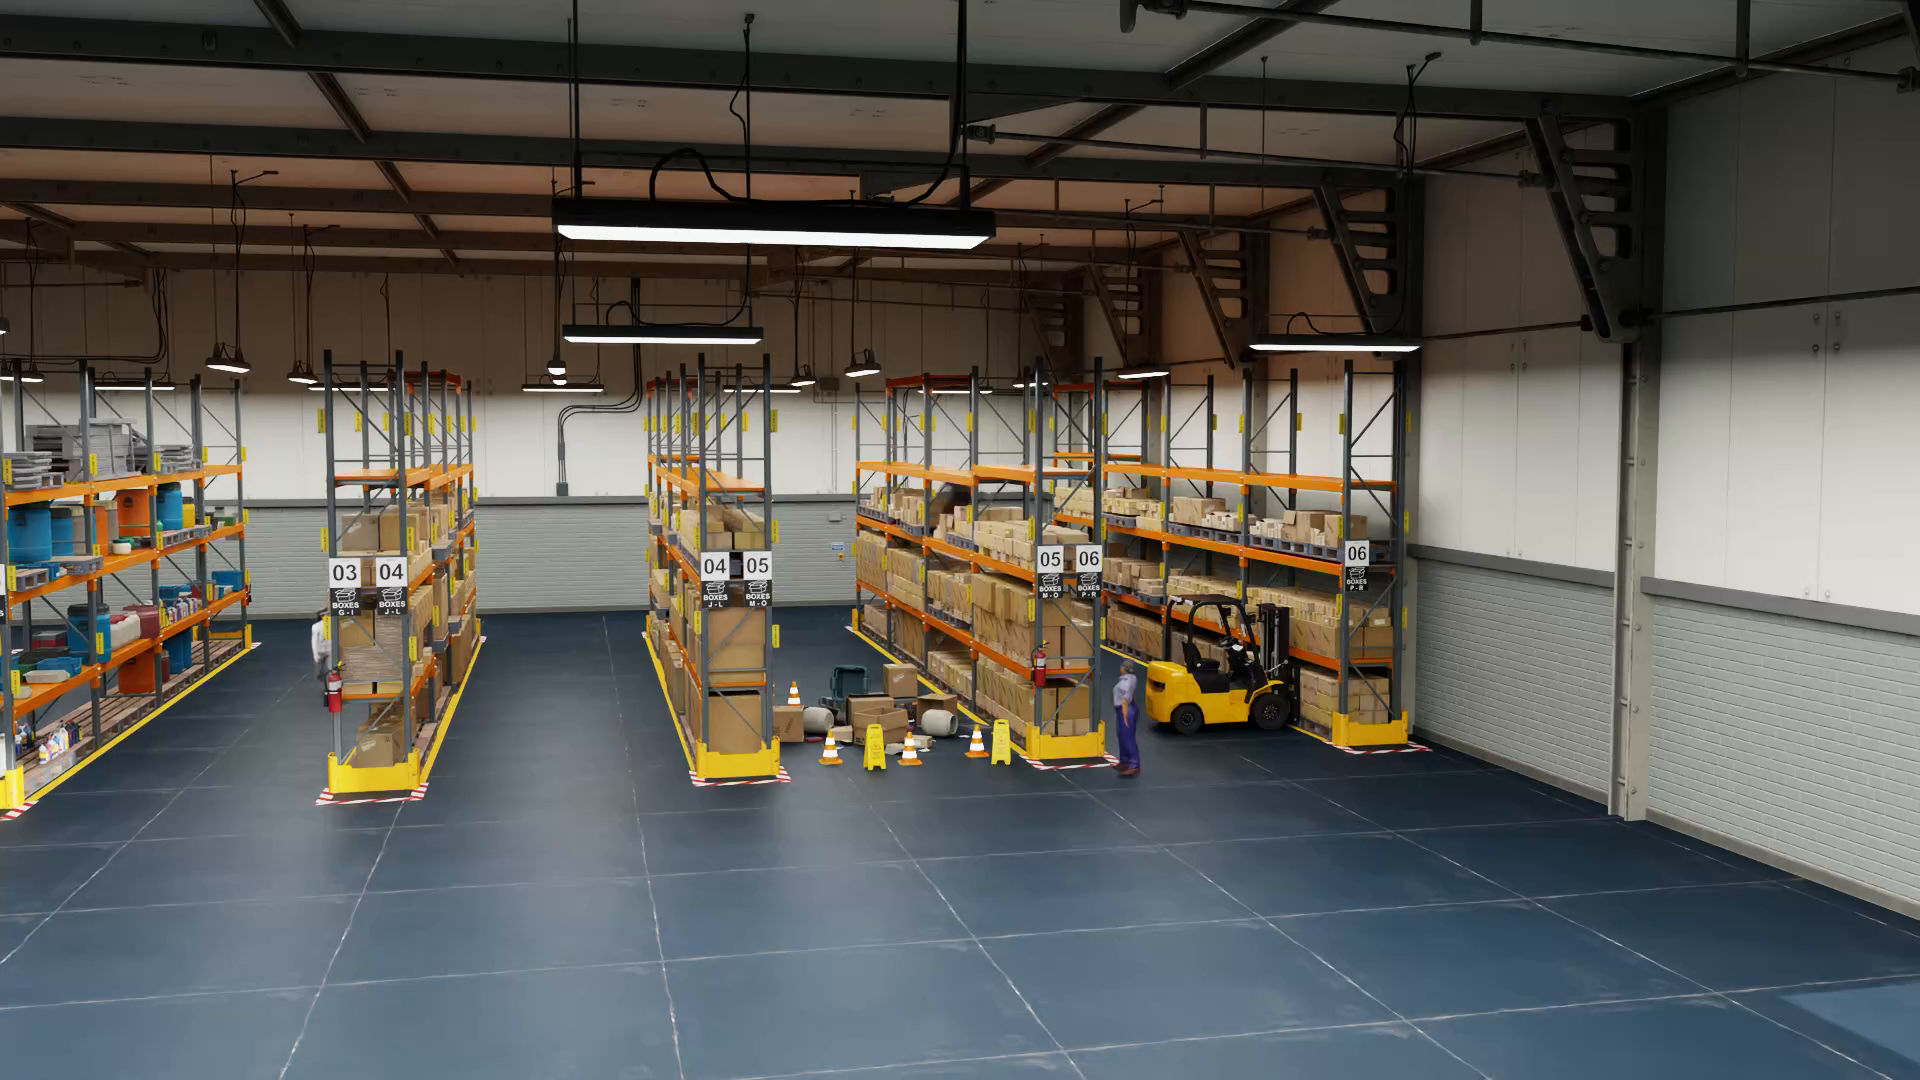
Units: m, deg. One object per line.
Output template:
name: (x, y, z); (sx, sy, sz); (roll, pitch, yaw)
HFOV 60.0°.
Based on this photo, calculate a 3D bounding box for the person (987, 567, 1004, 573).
person: (0.918, 1.170, 42.715); (0.866, 1.679, 0.556); (-1, 4, -18)

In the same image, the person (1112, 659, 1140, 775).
person: (2.384, 2.517, 23.872); (0.419, 1.657, 0.687); (0, 4, 6)

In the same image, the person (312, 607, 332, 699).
person: (-11.603, 2.049, 30.431); (0.443, 1.648, 0.707); (-1, 4, -14)
